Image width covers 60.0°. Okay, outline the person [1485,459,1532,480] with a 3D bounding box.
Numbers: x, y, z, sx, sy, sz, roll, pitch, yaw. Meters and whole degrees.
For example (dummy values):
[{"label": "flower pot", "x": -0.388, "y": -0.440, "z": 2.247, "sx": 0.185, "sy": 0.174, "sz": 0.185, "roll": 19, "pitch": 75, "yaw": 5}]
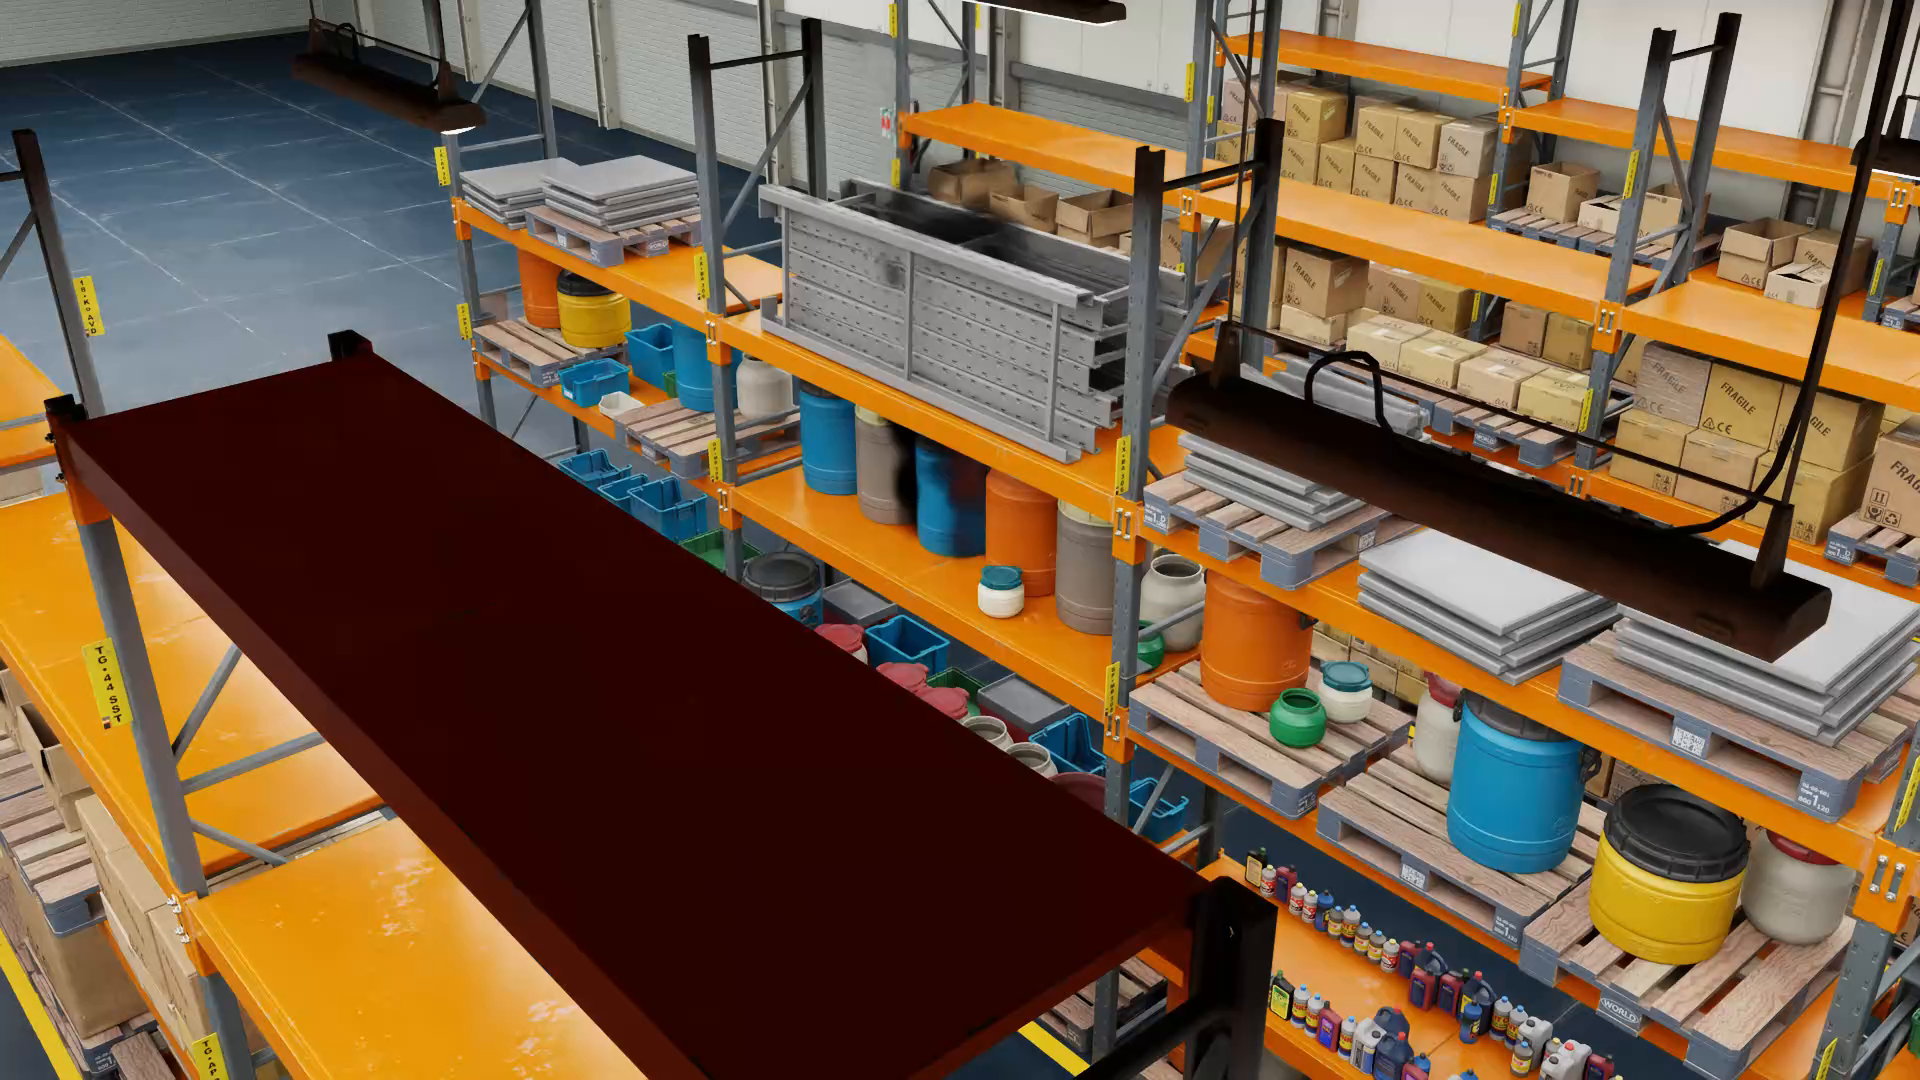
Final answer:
[{"label": "person", "x": 5.220, "y": -0.272, "z": 16.295, "sx": 0.633, "sy": 1.650, "sz": 0.707, "roll": 17, "pitch": 31, "yaw": 30}]
